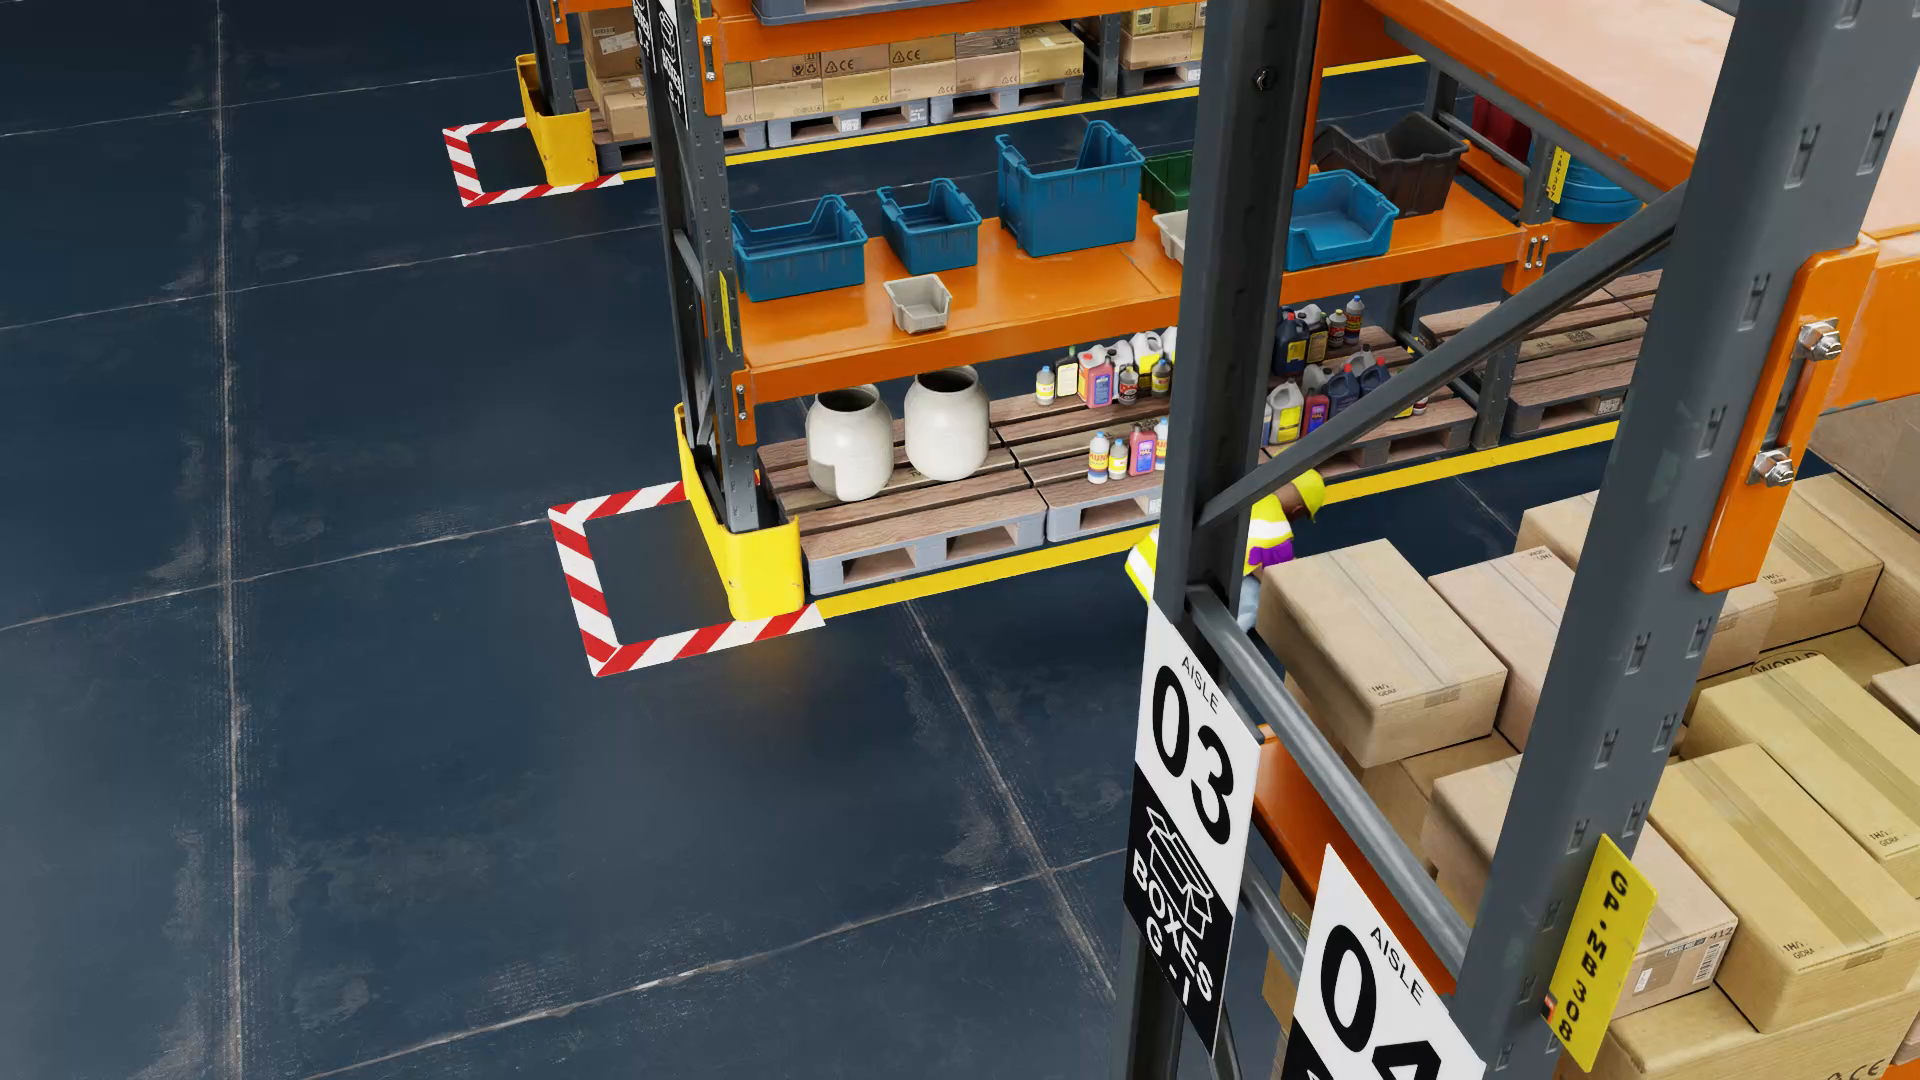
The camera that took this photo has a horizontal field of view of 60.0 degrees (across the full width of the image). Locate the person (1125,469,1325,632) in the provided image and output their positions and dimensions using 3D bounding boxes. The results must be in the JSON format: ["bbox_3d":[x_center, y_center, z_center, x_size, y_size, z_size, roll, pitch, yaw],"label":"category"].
[{"bbox_3d":[1.188,0.135,7.443,0.937,0.878,0.541,-13,39,-17],"label":"person"}]
